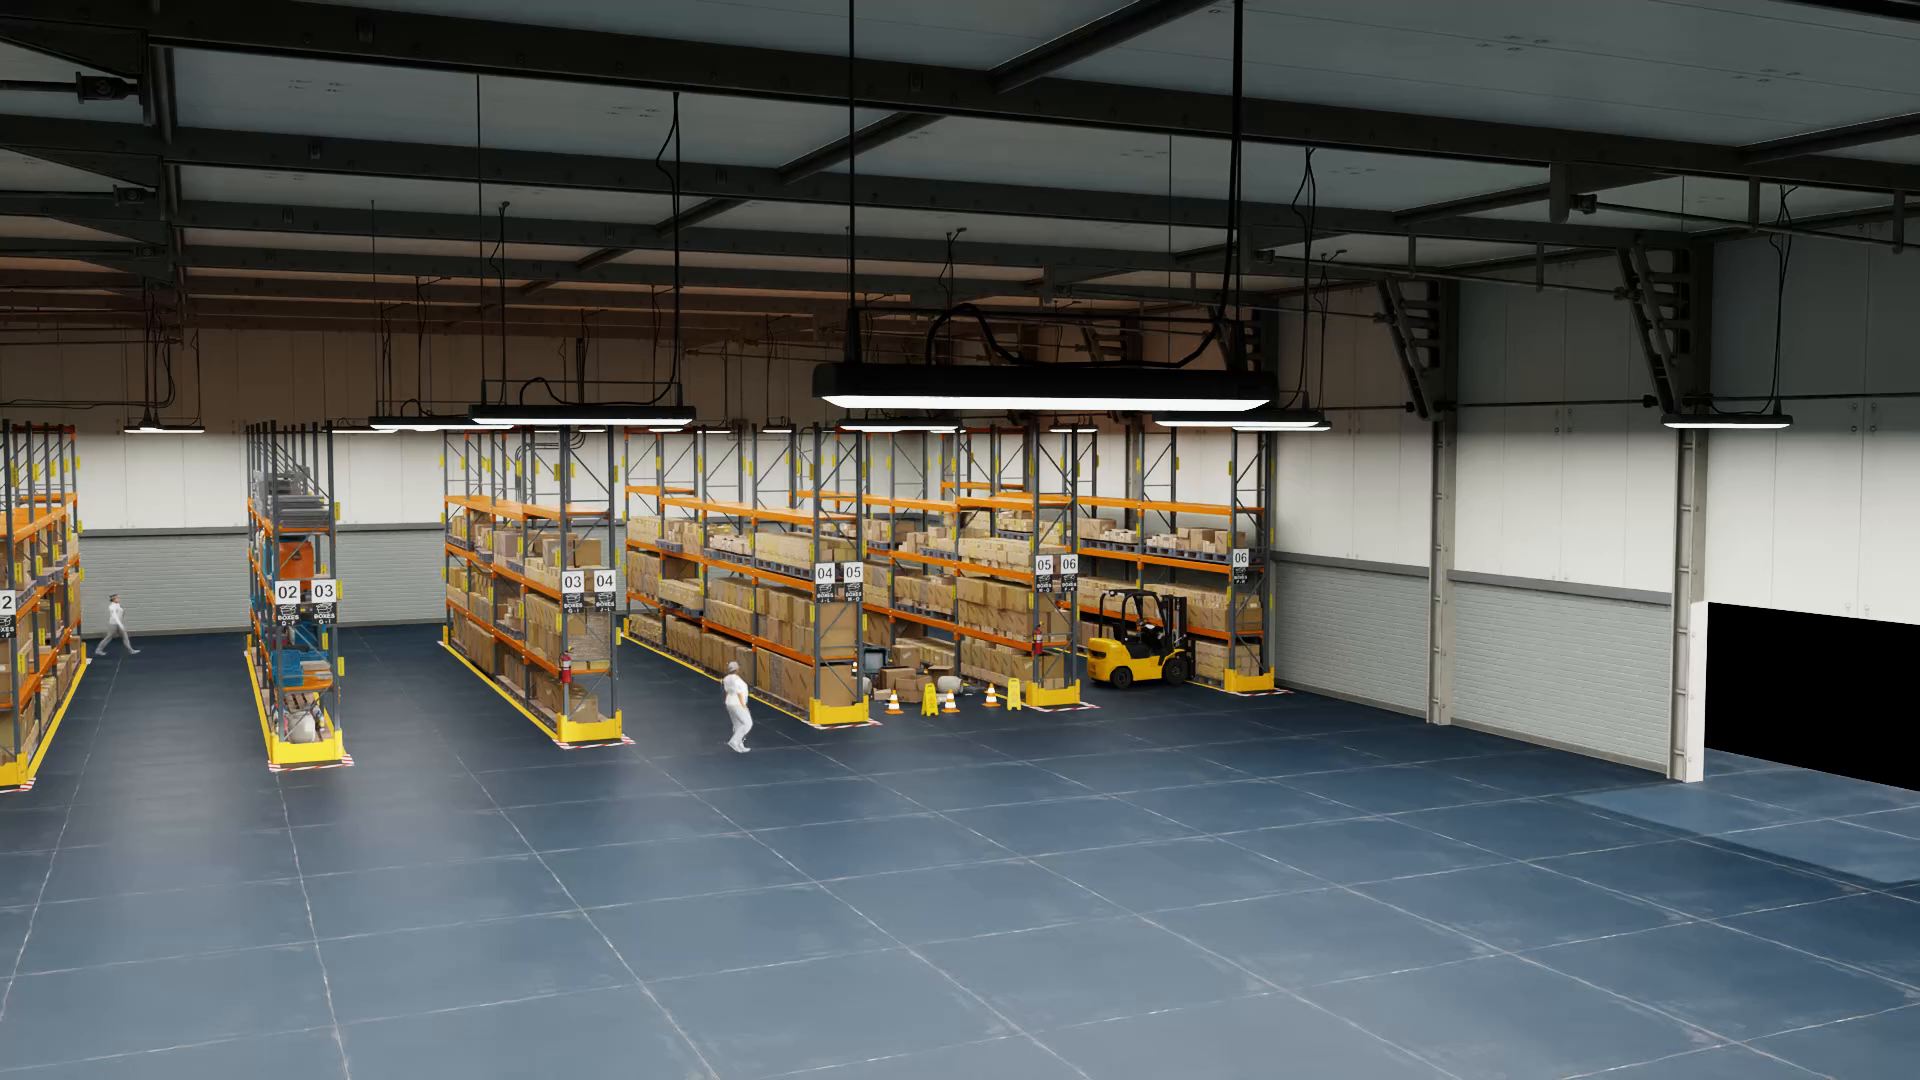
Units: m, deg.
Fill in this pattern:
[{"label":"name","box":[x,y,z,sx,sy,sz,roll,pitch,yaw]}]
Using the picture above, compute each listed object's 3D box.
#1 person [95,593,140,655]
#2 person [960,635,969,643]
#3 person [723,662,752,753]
[{"label":"person","box":[-21.950,2.187,43.285,1.026,1.626,0.530,-1,4,-16]},{"label":"person","box":[0.167,2.011,45.858,0.331,1.686,0.505,-2,4,-30]},{"label":"person","box":[-4.008,3.016,30.048,0.482,1.659,0.528,-1,4,-22]}]
